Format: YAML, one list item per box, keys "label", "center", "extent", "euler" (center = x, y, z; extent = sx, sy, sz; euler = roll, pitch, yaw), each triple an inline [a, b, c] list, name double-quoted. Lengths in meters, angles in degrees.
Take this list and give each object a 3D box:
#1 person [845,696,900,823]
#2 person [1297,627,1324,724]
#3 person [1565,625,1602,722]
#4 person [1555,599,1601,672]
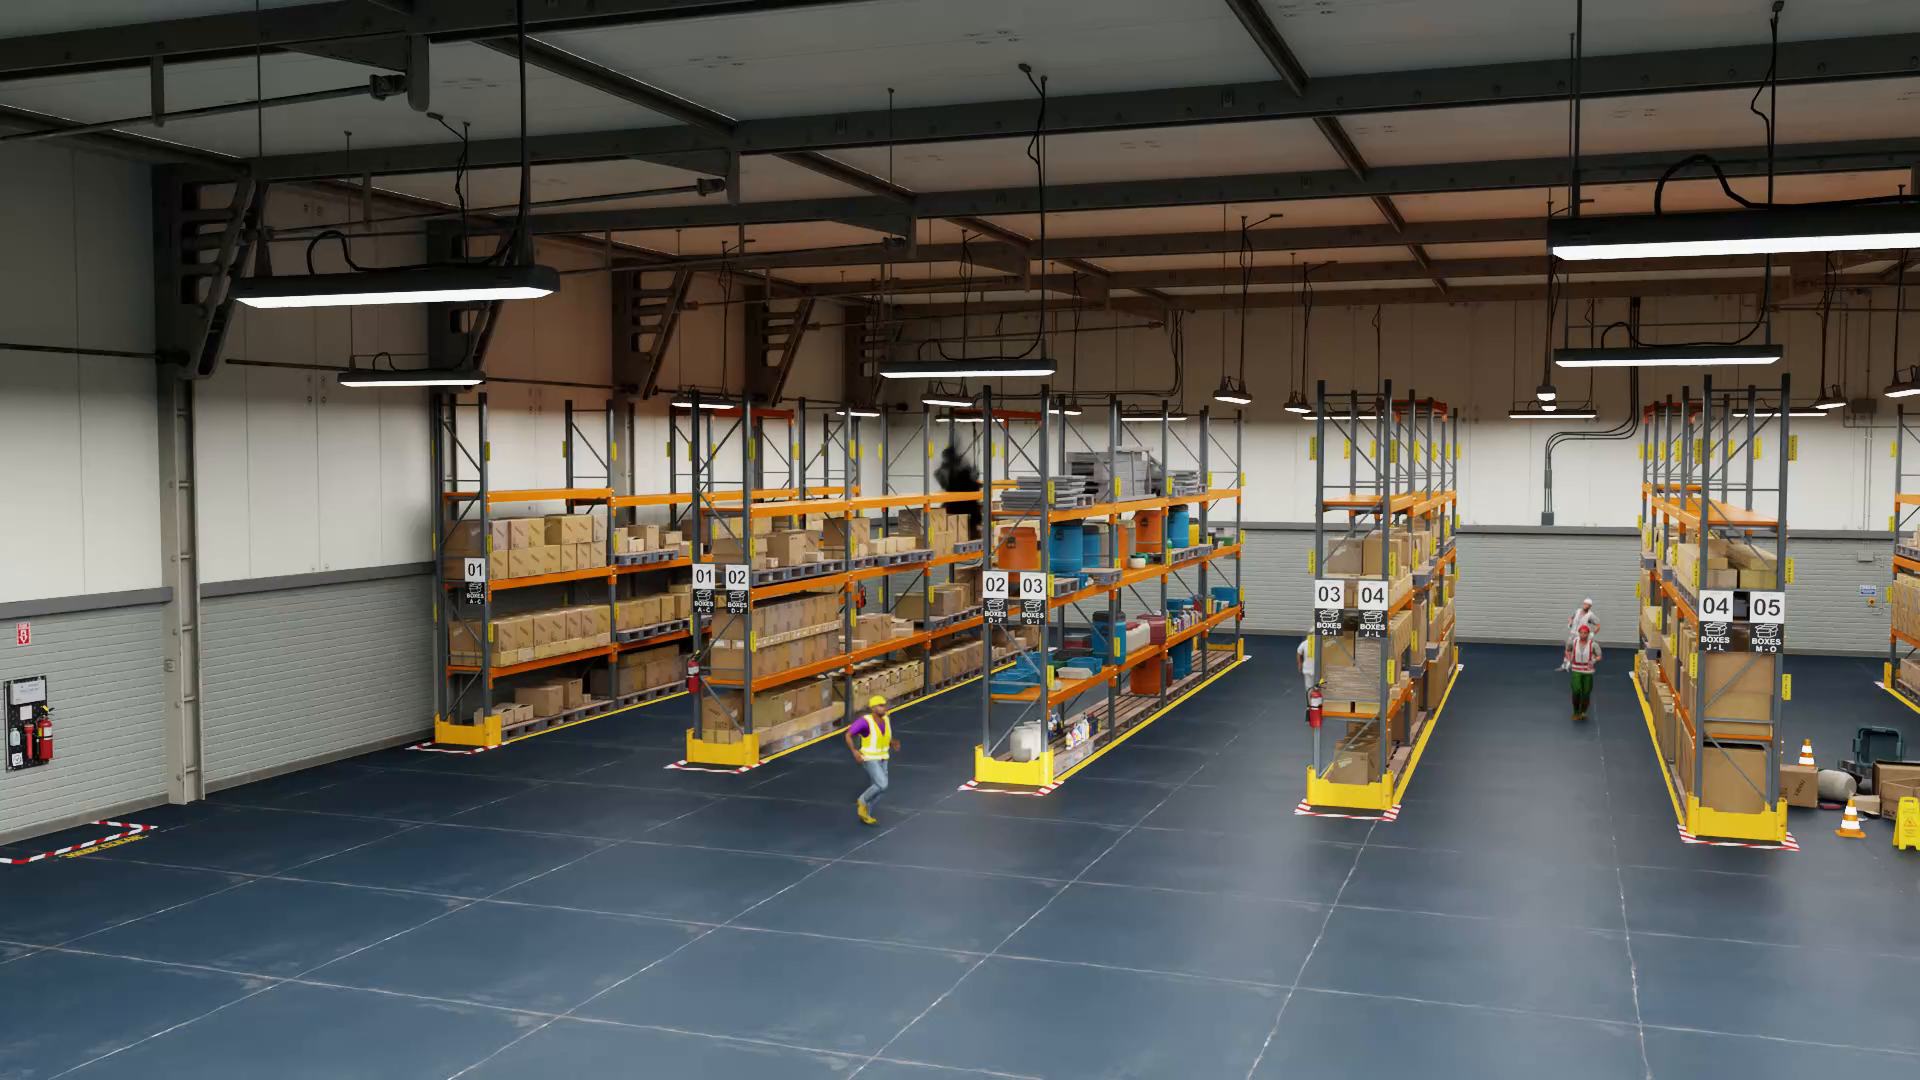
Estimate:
- label: "person"
  center: [-1.117, 2.946, 22.309]
  extent: [0.603, 1.718, 0.700]
  euler: [3, 4, 40]
- label: "person"
  center: [6.558, 2.479, 30.775]
  extent: [0.701, 1.769, 0.827]
  euler: [1, 3, 21]
- label: "person"
  center: [11.545, 2.483, 30.798]
  extent: [0.642, 1.816, 0.738]
  euler: [1, 3, 20]
- label: "person"
  center: [13.991, 2.155, 37.573]
  extent: [0.836, 1.686, 0.838]
  euler: [-2, 4, -34]
